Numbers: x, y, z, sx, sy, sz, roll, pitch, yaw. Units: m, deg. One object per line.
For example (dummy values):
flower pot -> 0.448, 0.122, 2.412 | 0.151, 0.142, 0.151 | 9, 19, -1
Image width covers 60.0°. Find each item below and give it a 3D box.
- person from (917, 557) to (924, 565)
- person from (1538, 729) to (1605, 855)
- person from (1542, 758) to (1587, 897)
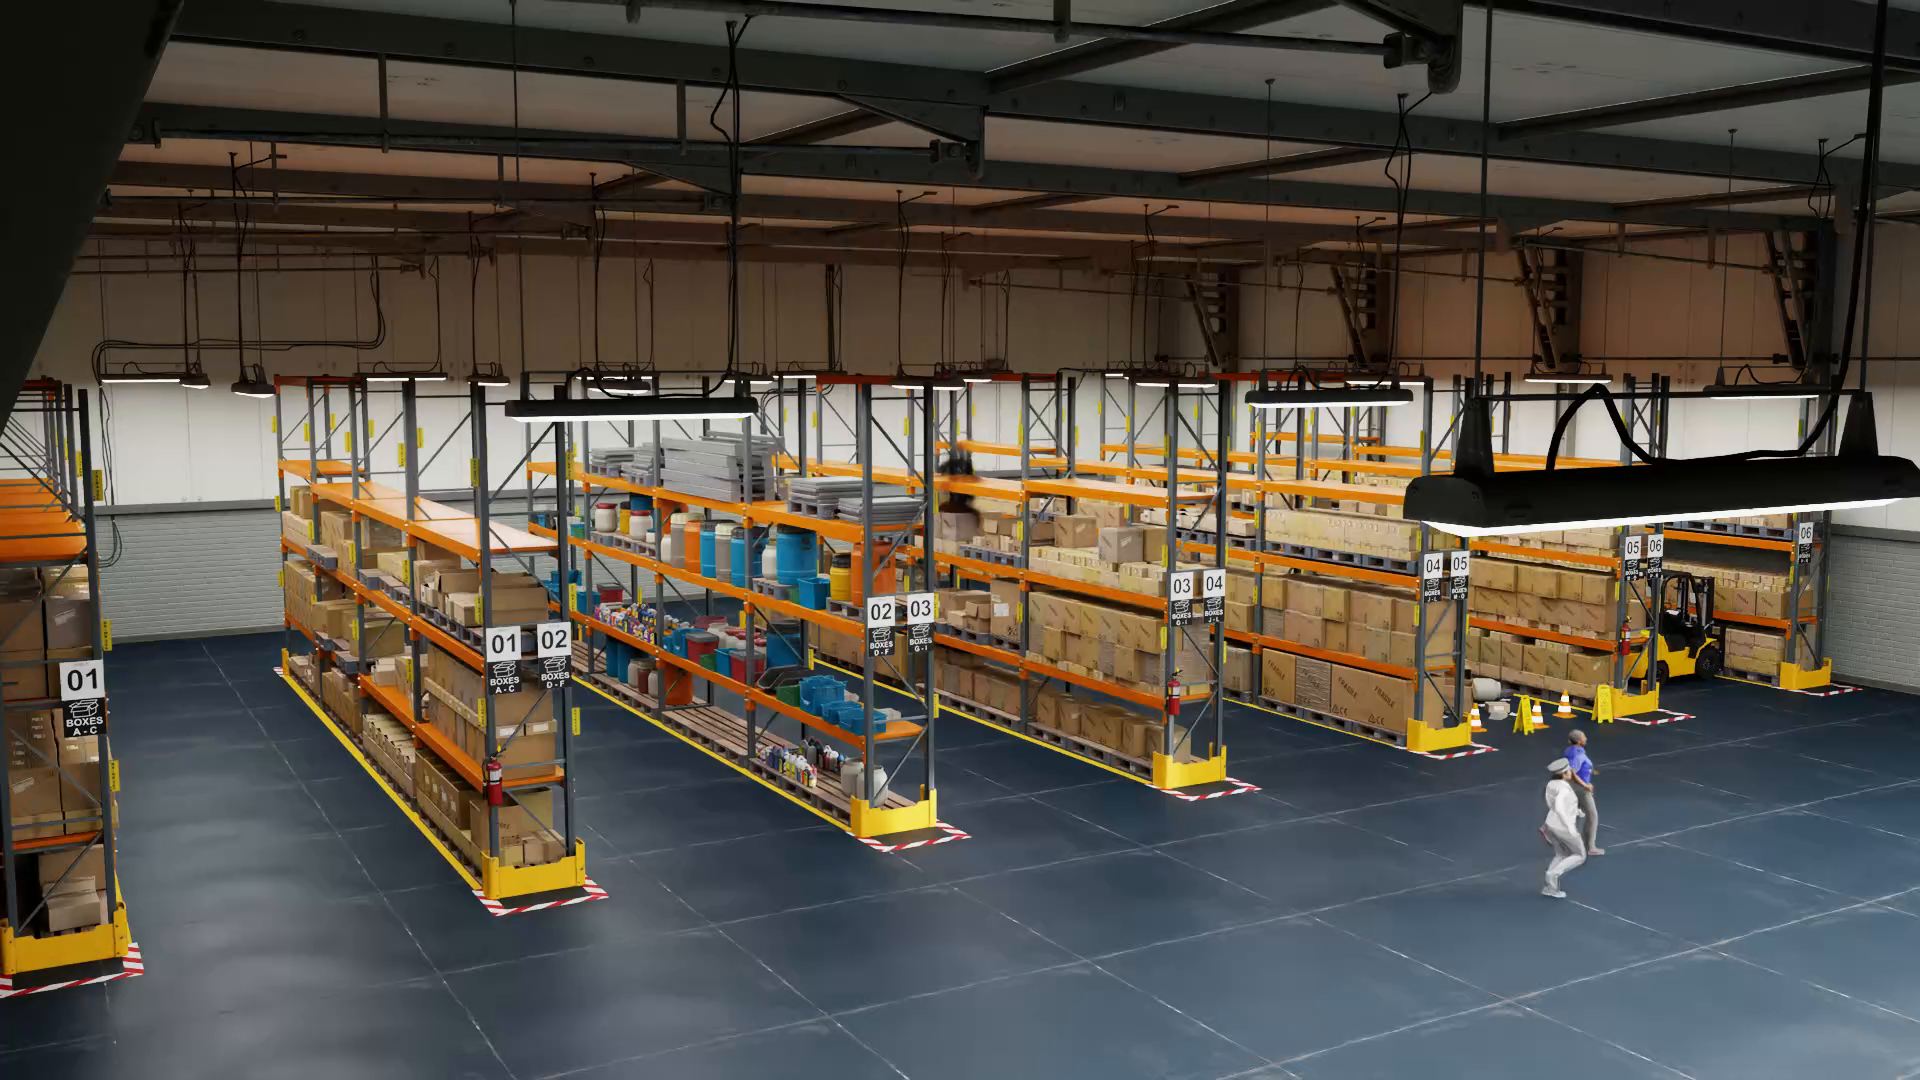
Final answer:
person -> -0.844, 0.950, 41.593 | 0.820, 1.771, 0.652 | -5, 8, -39
person -> 7.826, 3.207, 21.170 | 0.834, 1.623, 0.588 | 0, 6, -3
person -> 7.115, 3.377, 19.524 | 0.535, 1.659, 0.605 | -1, 6, -8
